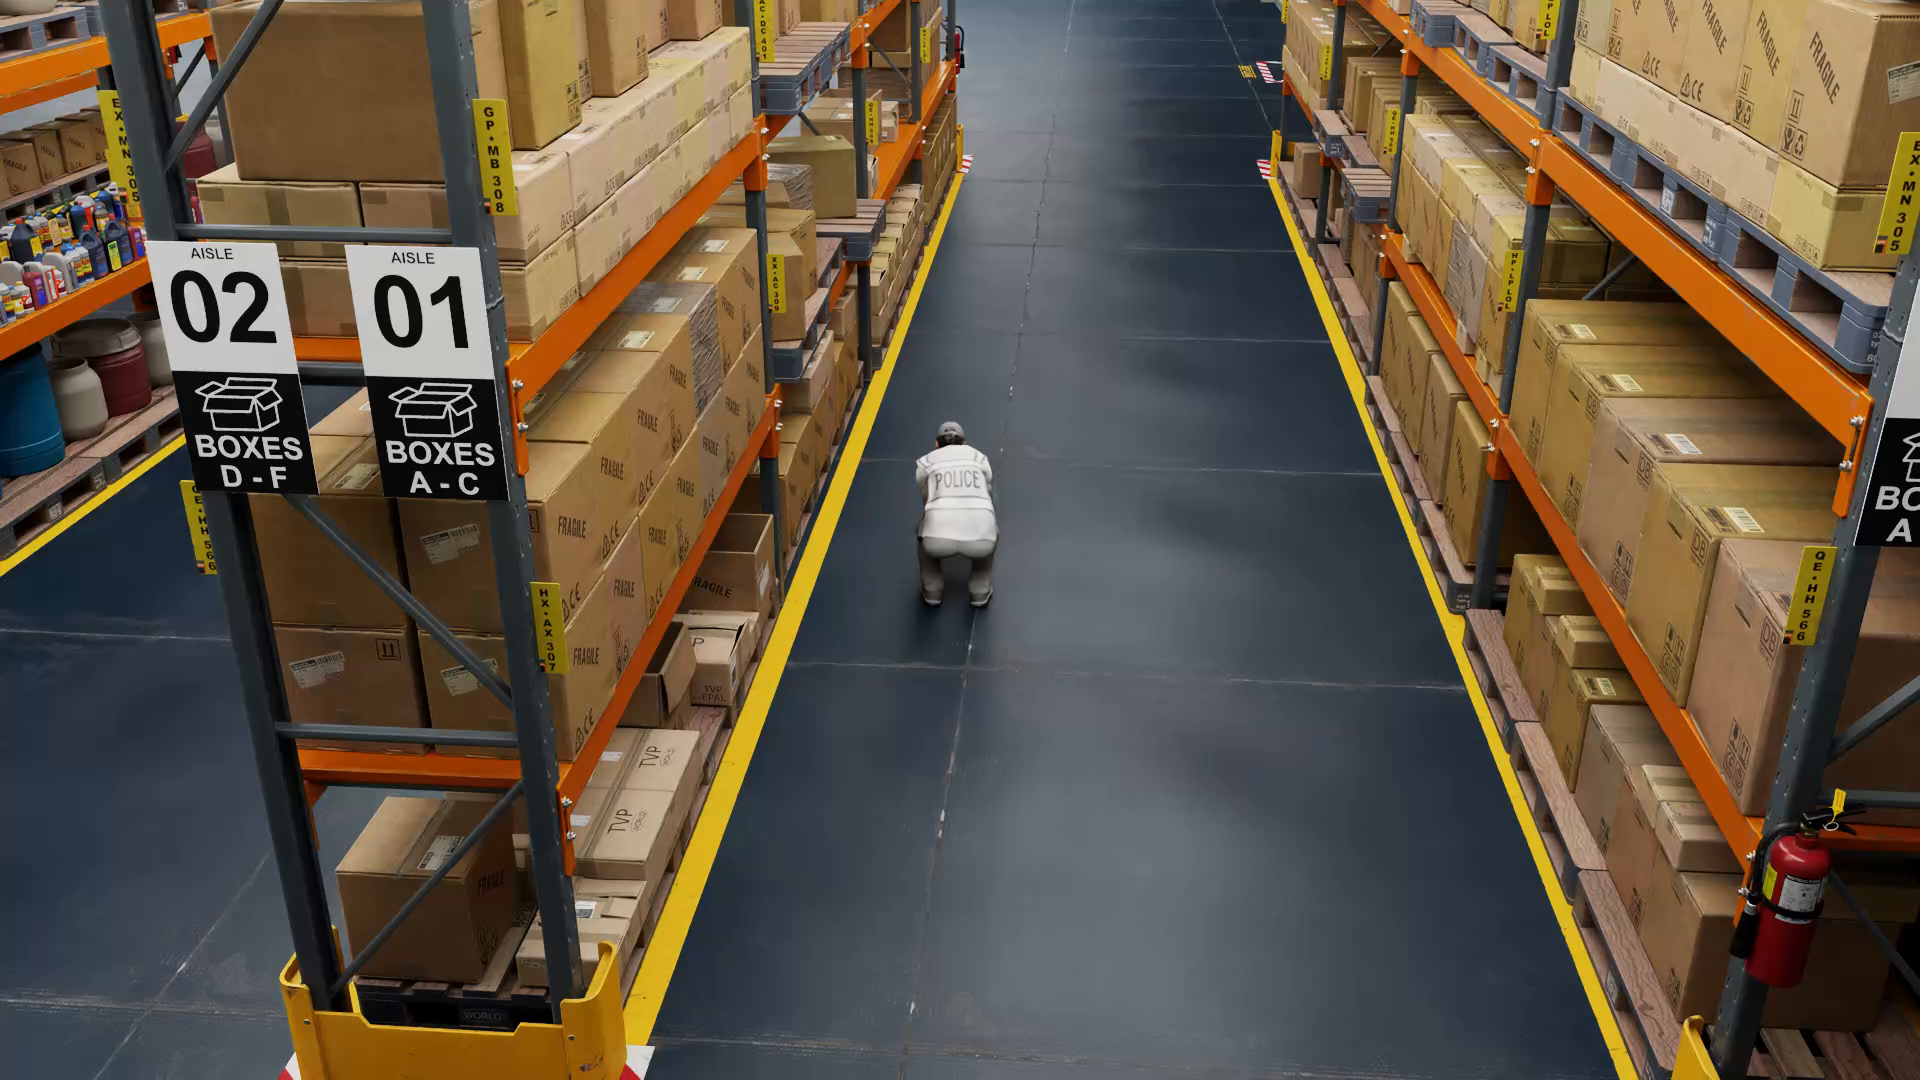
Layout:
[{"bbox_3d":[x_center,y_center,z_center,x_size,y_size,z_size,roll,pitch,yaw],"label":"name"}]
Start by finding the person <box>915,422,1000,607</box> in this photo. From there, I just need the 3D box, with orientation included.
[{"bbox_3d":[-0.019,-0.138,9.774,0.507,0.953,0.872,1,25,1],"label":"person"}]
